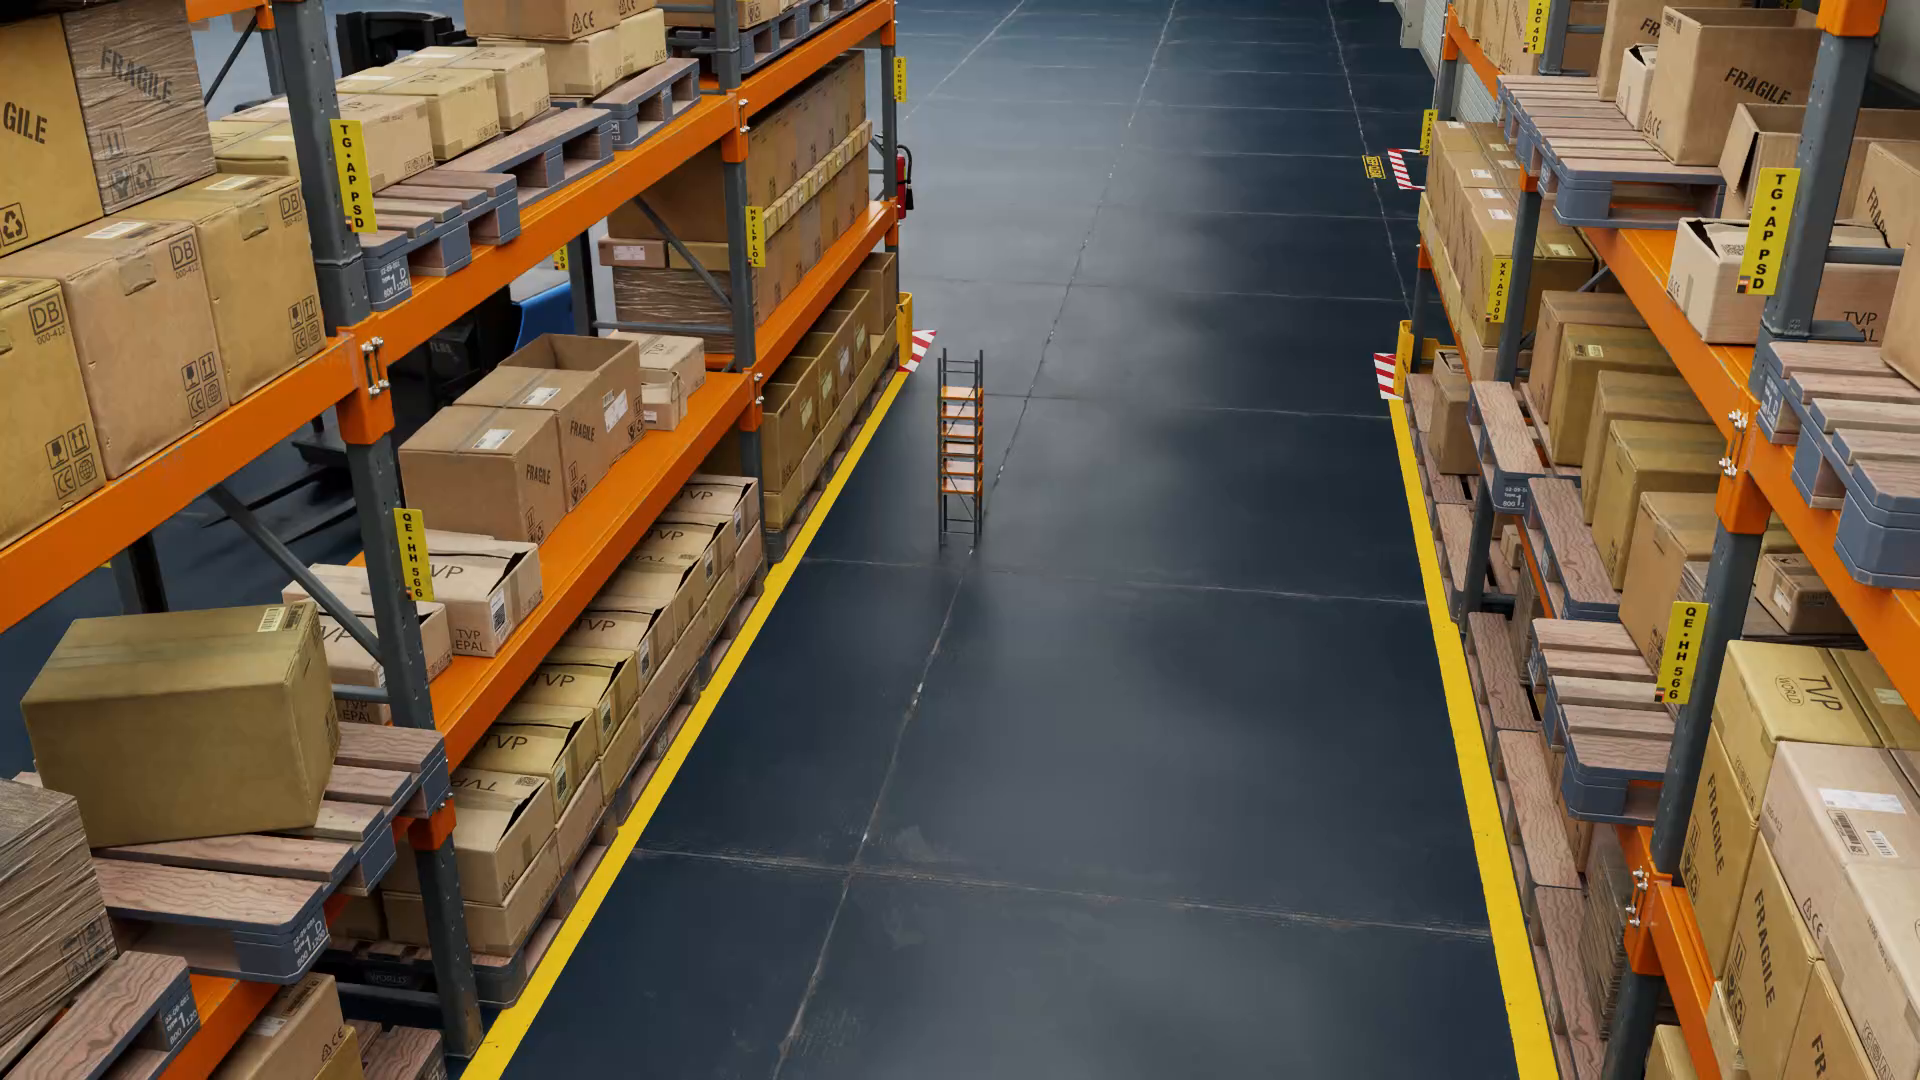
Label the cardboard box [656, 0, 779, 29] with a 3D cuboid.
[{"bbox_3d":[-1.293,-3.018,8.843,0.500,0.500,0.500,6,26,13],"label":"cardboard box"}]

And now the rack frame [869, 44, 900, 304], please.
[{"bbox_3d":[-0.982,-2.841,12.781,1.000,3.000,0.127,4,25,9],"label":"rack frame"}]

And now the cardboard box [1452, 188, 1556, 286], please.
[{"bbox_3d":[3.193,-1.745,9.709,0.500,0.500,0.500,3,25,7],"label":"cardboard box"}]

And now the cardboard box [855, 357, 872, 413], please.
[{"bbox_3d":[-0.928,-1.122,11.857,0.500,0.250,0.500,4,25,9],"label":"cardboard box"}]

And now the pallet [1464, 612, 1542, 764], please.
[{"bbox_3d":[3.126,0.762,8.373,1.003,0.211,1.213,4,25,9],"label":"pallet"}]

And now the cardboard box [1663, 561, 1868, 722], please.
[{"bbox_3d":[2.665,0.405,5.210,0.700,0.500,0.500,1,25,2],"label":"cardboard box"}]

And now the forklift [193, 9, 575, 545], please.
[{"bbox_3d":[-3.654,-1.735,10.500,1.130,2.935,3.031,11,27,21],"label":"forklift"}]

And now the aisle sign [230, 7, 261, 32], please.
[{"bbox_3d":[-5.563,-4.373,12.987,0.394,0.787,0.004,4,25,9],"label":"aisle sign"}]

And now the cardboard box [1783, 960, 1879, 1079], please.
[{"bbox_3d":[2.089,1.269,3.509,0.500,0.500,0.500,4,25,8],"label":"cardboard box"}]

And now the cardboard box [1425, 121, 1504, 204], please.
[{"bbox_3d":[3.531,-2.601,11.538,0.500,0.500,0.500,4,25,9],"label":"cardboard box"}]

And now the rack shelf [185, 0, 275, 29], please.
[{"bbox_3d":[-6.195,-3.382,11.247,1.077,0.370,4.000,4,25,9],"label":"rack shelf"}]

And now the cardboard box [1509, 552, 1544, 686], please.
[{"bbox_3d":[3.148,0.415,8.254,0.700,0.500,0.500,5,26,10],"label":"cardboard box"}]

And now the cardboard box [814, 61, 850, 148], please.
[{"bbox_3d":[-1.160,-3.037,11.552,0.700,0.500,0.500,3,25,7],"label":"cardboard box"}]

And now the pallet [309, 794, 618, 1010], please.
[{"bbox_3d":[-2.117,1.426,6.954,1.003,0.211,1.213,4,25,9],"label":"pallet"}]

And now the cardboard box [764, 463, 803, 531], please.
[{"bbox_3d":[-1.261,-0.286,10.071,0.500,0.250,0.500,4,25,9],"label":"cardboard box"}]

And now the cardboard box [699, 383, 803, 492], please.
[{"bbox_3d":[-1.251,-0.625,9.910,0.500,0.500,0.500,4,25,9],"label":"cardboard box"}]

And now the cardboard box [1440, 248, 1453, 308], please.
[{"bbox_3d":[3.268,-1.616,10.318,0.500,0.250,0.500,4,25,9],"label":"cardboard box"}]

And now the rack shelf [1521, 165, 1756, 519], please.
[{"bbox_3d":[2.925,-1.023,6.207,1.077,0.370,4.000,4,25,9],"label":"rack shelf"}]

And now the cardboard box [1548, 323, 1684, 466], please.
[{"bbox_3d":[3.037,-0.627,7.415,0.700,0.500,0.500,7,26,14],"label":"cardboard box"}]

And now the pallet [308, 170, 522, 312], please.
[{"bbox_3d":[-2.267,-1.058,5.657,1.213,0.211,1.003,5,26,11],"label":"pallet"}]

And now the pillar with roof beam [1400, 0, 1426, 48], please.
[{"bbox_3d":[3.339,-12.690,26.747,9.100,9.000,0.400,4,25,9],"label":"pillar with roof beam"}]

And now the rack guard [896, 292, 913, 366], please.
[{"bbox_3d":[-0.978,-1.719,13.333,1.175,0.500,0.348,4,25,9],"label":"rack guard"}]

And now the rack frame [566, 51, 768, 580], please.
[{"bbox_3d":[-1.636,-1.168,9.207,1.000,3.000,0.127,4,25,9],"label":"rack frame"}]

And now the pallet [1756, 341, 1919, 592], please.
[{"bbox_3d":[2.545,-0.154,3.724,1.213,0.211,1.003,5,26,11],"label":"pallet"}]

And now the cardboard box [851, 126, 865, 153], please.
[{"bbox_3d":[-0.898,-2.898,12.019,0.380,0.149,0.250,5,25,10],"label":"cardboard box"}]

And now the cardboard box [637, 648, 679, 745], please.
[{"bbox_3d":[-1.670,0.719,7.924,0.500,0.250,0.500,5,25,10],"label":"cardboard box"}]

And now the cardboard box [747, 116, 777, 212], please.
[{"bbox_3d":[-1.488,-2.198,9.760,0.700,0.500,0.500,4,25,8],"label":"cardboard box"}]

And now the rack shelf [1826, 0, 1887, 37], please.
[{"bbox_3d":[2.271,-0.527,2.082,1.077,0.370,4.000,4,25,9],"label":"rack shelf"}]

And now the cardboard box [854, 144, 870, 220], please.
[{"bbox_3d":[-1.071,-2.692,12.345,0.700,0.500,0.500,4,25,9],"label":"cardboard box"}]

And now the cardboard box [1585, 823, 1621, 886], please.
[{"bbox_3d":[2.863,1.267,6.434,0.700,0.500,0.500,4,25,8],"label":"cardboard box"}]

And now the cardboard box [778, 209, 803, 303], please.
[{"bbox_3d":[-1.404,-1.830,10.503,0.700,0.500,0.500,4,25,9],"label":"cardboard box"}]

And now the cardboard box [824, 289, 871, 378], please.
[{"bbox_3d":[-0.925,-1.461,11.697,0.500,0.500,0.500,4,25,9],"label":"cardboard box"}]

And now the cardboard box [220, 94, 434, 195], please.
[{"bbox_3d":[-2.203,-1.390,5.825,0.500,0.250,0.500,5,25,10],"label":"cardboard box"}]

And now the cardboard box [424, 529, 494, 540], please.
[{"bbox_3d":[-2.137,0.081,6.834,0.380,0.149,0.250,6,26,12],"label":"cardboard box"}]

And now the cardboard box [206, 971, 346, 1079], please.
[{"bbox_3d":[-2.216,1.529,4.990,0.500,0.250,0.500,5,26,11],"label":"cardboard box"}]

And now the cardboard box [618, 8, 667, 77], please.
[{"bbox_3d":[-1.746,-2.392,7.965,0.500,0.250,0.500,7,26,14],"label":"cardboard box"}]

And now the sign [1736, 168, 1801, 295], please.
[{"bbox_3d":[2.063,-0.785,4.240,0.100,0.325,0.005,4,25,9],"label":"sign"}]

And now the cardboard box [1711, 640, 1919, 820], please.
[{"bbox_3d":[2.265,0.502,4.263,0.500,0.250,0.500,5,25,10],"label":"cardboard box"}]

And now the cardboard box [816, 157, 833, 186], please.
[{"bbox_3d":[-1.067,-2.465,11.096,0.380,0.149,0.250,5,25,10],"label":"cardboard box"}]

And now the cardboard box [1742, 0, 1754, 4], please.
[{"bbox_3d":[3.614,-2.877,8.000,0.500,0.500,0.500,5,25,10],"label":"cardboard box"}]

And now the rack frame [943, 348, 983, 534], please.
[{"bbox_3d":[0.017,-0.588,10.090,0.240,1.200,0.006,4,25,9],"label":"rack frame"}]

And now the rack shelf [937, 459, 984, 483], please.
[{"bbox_3d":[0.002,-0.401,10.078,0.258,0.103,0.180,4,25,9],"label":"rack shelf"}]

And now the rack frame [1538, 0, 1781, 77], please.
[{"bbox_3d":[3.252,-3.544,7.206,1.000,3.000,0.127,4,25,9],"label":"rack frame"}]

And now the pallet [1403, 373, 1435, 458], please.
[{"bbox_3d":[3.725,-0.867,11.854,1.003,0.211,1.213,4,25,9],"label":"pallet"}]

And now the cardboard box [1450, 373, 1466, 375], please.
[{"bbox_3d":[3.611,-0.959,11.414,0.500,0.311,0.500,6,26,13],"label":"cardboard box"}]

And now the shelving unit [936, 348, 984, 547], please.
[{"bbox_3d":[0.002,-0.549,10.009,0.258,1.200,0.189,4,25,9],"label":"shelving unit"}]

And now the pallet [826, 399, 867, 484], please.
[{"bbox_3d":[-1.268,-0.747,11.596,1.003,0.211,1.213,4,25,9],"label":"pallet"}]

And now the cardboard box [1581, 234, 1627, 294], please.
[{"bbox_3d":[3.535,-1.289,8.735,0.500,0.500,0.500,3,25,7],"label":"cardboard box"}]

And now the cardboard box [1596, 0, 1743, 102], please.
[{"bbox_3d":[3.084,-2.197,7.255,0.500,0.500,0.500,8,26,16],"label":"cardboard box"}]

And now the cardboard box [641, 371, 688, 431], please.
[{"bbox_3d":[-1.598,-0.727,8.423,0.396,0.266,0.258,3,25,7],"label":"cardboard box"}]

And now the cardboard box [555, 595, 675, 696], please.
[{"bbox_3d":[-1.668,0.459,7.818,0.500,0.311,0.500,4,25,8],"label":"cardboard box"}]

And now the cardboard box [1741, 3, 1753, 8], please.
[{"bbox_3d":[3.581,-2.427,8.217,0.500,0.500,0.500,5,26,10],"label":"cardboard box"}]

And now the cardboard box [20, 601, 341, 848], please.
[{"bbox_3d":[-2.281,0.541,4.944,0.700,0.500,0.500,-4,25,-9],"label":"cardboard box"}]

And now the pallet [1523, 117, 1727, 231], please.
[{"bbox_3d":[2.879,-1.415,6.418,1.213,0.211,1.003,4,25,9],"label":"pallet"}]

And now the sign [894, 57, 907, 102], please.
[{"bbox_3d":[-0.449,-3.429,12.393,0.100,0.325,0.005,4,25,9],"label":"sign"}]

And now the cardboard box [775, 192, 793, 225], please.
[{"bbox_3d":[-1.235,-2.033,10.173,0.380,0.149,0.250,3,25,7],"label":"cardboard box"}]

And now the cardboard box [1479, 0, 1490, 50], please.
[{"bbox_3d":[3.334,-3.125,9.707,0.500,0.500,0.500,6,26,12],"label":"cardboard box"}]

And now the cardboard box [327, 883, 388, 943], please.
[{"bbox_3d":[-2.444,1.323,6.633,0.500,0.250,0.500,5,25,10],"label":"cardboard box"}]

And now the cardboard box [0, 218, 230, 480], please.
[{"bbox_3d":[-2.411,-0.501,4.126,0.910,0.500,0.500,4,25,9],"label":"cardboard box"}]
